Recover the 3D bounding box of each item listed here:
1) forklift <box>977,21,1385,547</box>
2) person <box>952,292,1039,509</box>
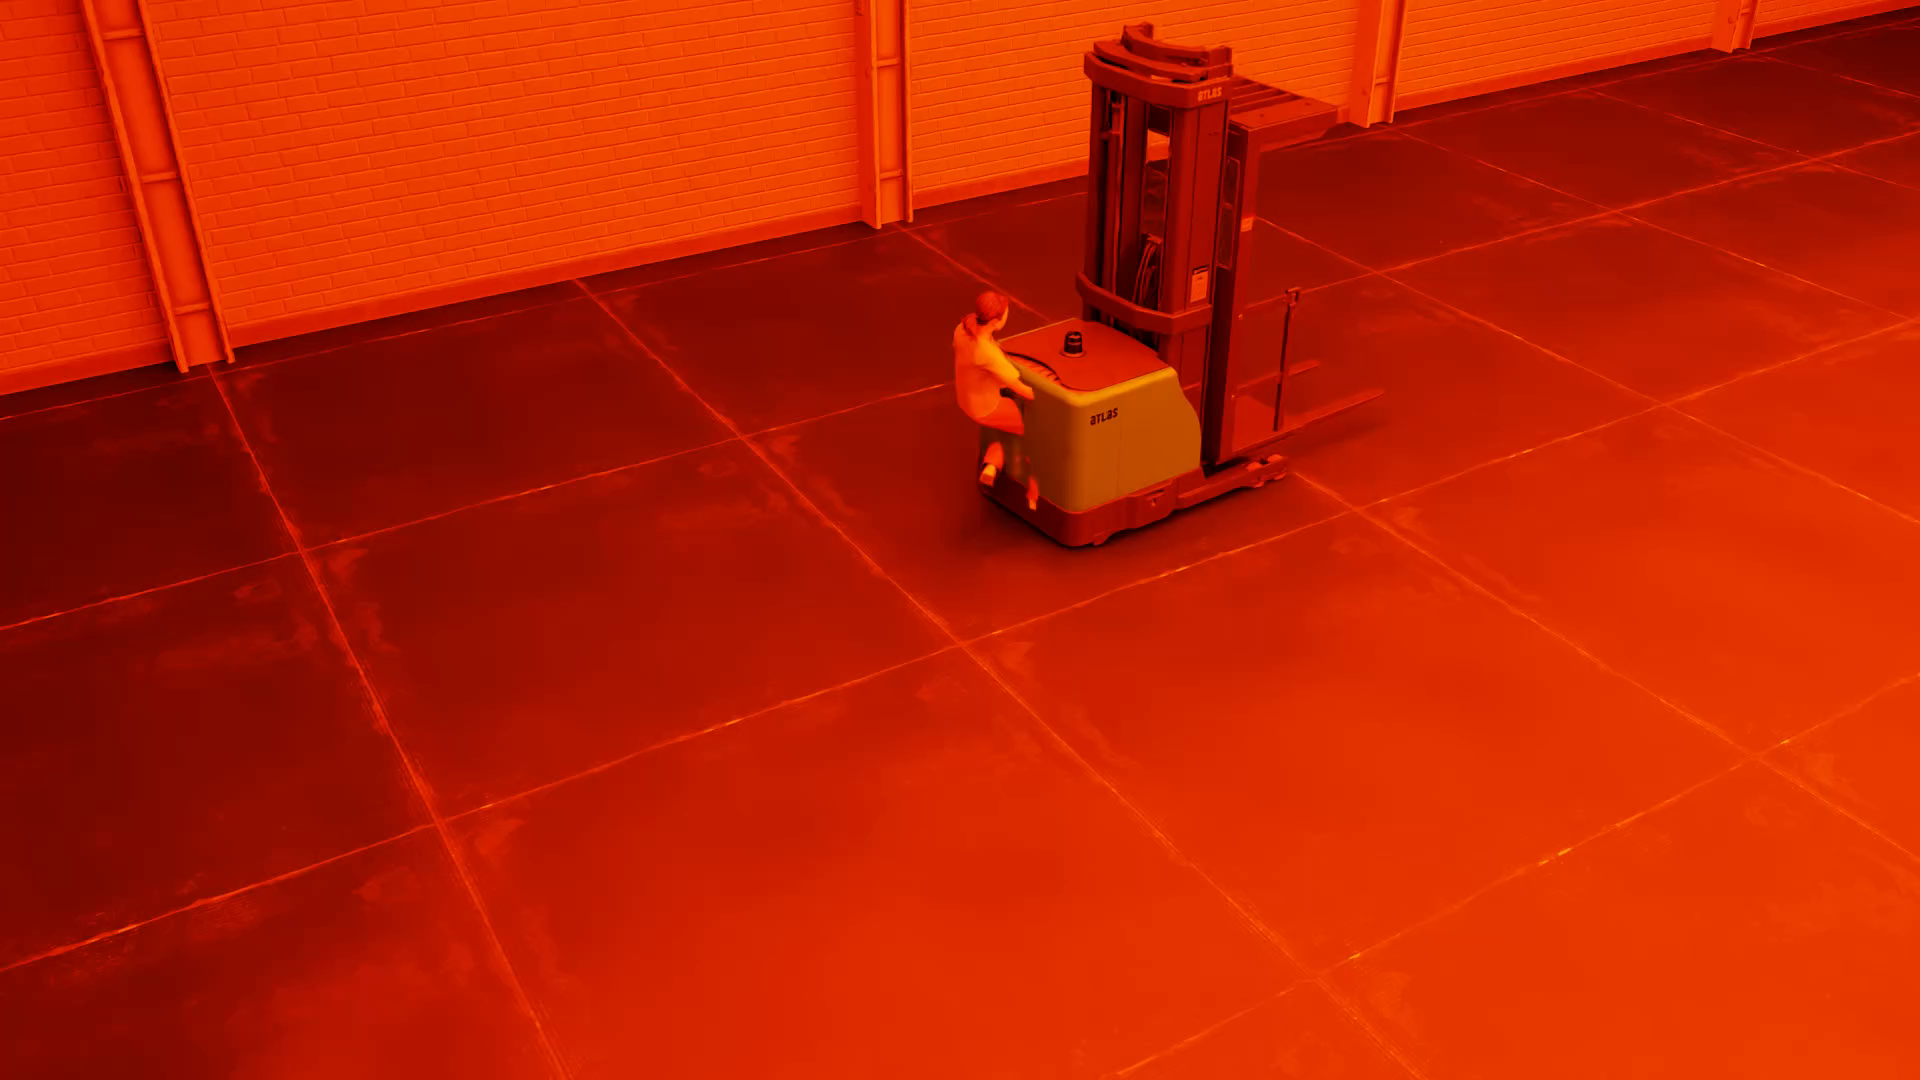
[{"bbox_3d":[1.604,-1.806,10.663,3.031,2.935,1.130,-20,36,-30],"label":"forklift"},{"bbox_3d":[0.296,-0.913,10.338,0.640,1.400,0.742,-13,33,-21],"label":"person"}]
